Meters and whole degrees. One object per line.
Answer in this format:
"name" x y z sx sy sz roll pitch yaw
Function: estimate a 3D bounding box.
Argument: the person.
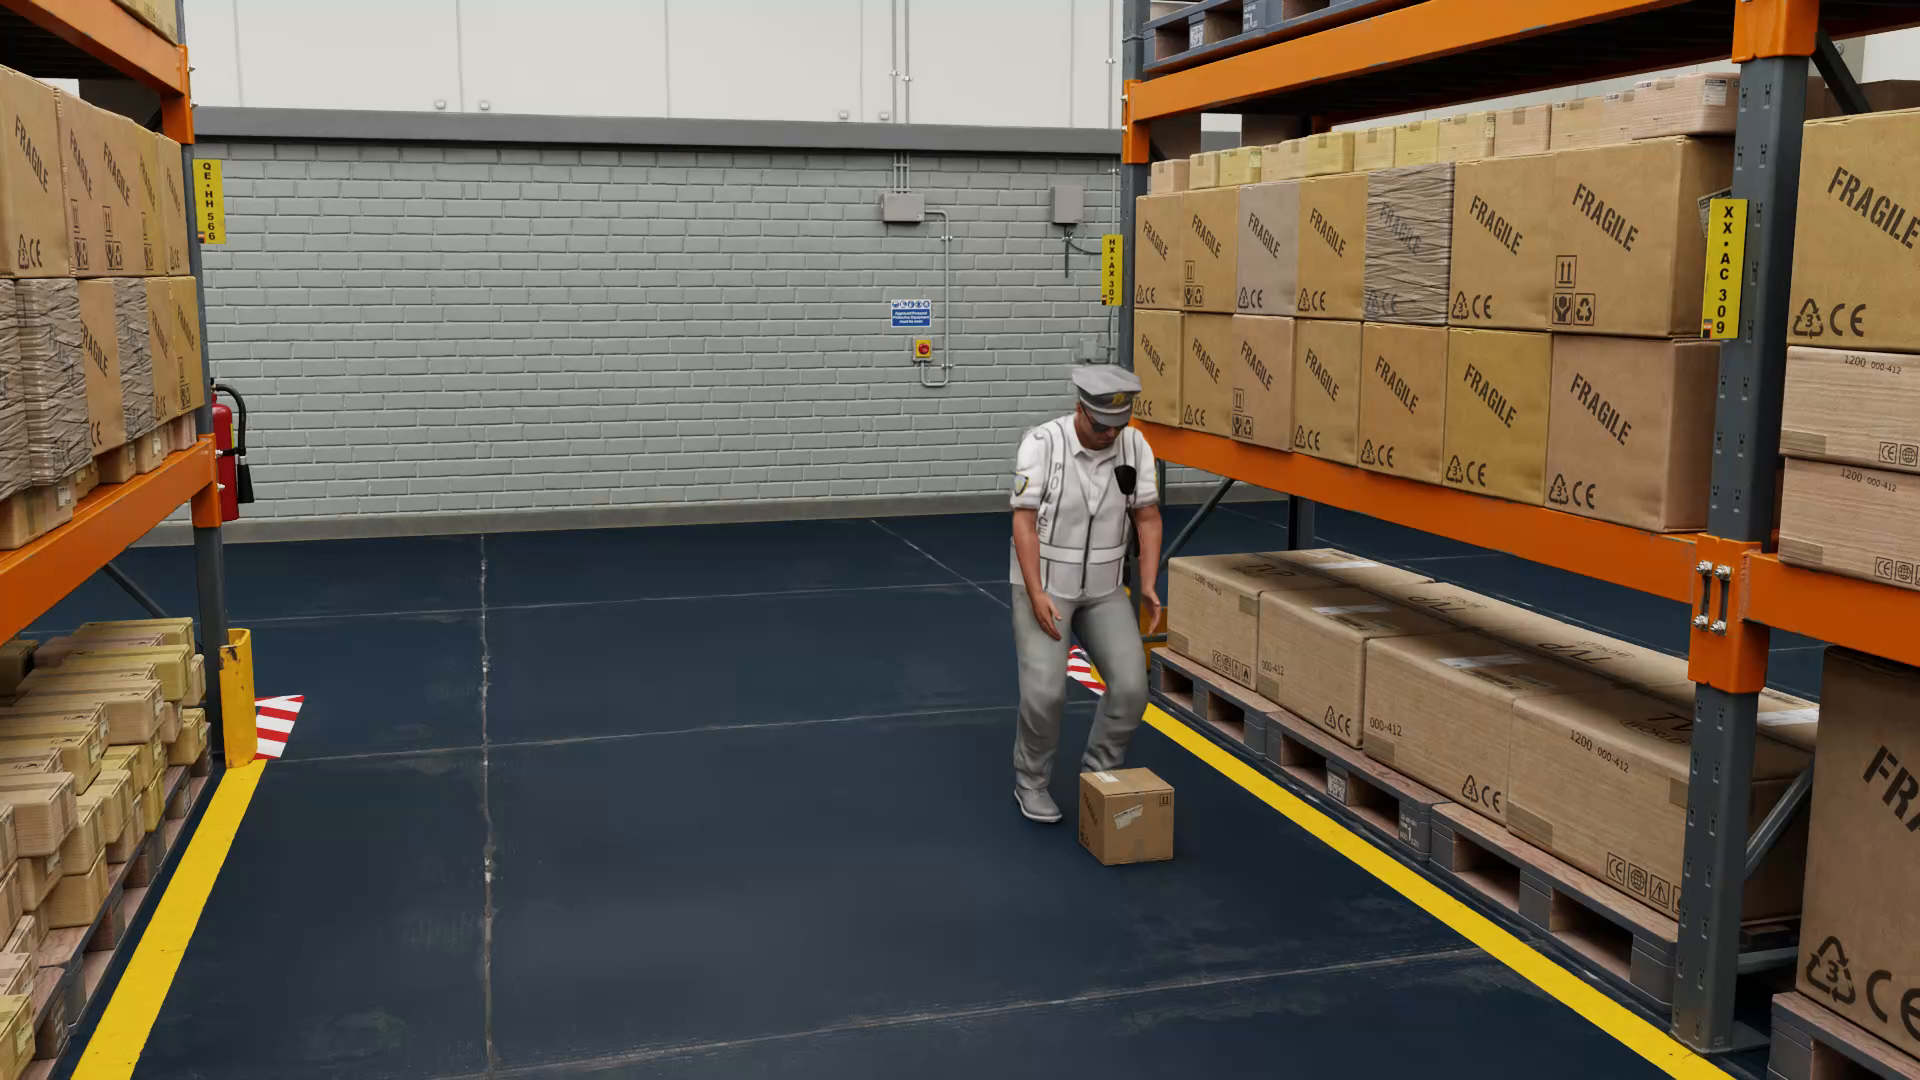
"person" 0.456 0.187 6.053 0.571 1.650 0.585 -2 9 -15
